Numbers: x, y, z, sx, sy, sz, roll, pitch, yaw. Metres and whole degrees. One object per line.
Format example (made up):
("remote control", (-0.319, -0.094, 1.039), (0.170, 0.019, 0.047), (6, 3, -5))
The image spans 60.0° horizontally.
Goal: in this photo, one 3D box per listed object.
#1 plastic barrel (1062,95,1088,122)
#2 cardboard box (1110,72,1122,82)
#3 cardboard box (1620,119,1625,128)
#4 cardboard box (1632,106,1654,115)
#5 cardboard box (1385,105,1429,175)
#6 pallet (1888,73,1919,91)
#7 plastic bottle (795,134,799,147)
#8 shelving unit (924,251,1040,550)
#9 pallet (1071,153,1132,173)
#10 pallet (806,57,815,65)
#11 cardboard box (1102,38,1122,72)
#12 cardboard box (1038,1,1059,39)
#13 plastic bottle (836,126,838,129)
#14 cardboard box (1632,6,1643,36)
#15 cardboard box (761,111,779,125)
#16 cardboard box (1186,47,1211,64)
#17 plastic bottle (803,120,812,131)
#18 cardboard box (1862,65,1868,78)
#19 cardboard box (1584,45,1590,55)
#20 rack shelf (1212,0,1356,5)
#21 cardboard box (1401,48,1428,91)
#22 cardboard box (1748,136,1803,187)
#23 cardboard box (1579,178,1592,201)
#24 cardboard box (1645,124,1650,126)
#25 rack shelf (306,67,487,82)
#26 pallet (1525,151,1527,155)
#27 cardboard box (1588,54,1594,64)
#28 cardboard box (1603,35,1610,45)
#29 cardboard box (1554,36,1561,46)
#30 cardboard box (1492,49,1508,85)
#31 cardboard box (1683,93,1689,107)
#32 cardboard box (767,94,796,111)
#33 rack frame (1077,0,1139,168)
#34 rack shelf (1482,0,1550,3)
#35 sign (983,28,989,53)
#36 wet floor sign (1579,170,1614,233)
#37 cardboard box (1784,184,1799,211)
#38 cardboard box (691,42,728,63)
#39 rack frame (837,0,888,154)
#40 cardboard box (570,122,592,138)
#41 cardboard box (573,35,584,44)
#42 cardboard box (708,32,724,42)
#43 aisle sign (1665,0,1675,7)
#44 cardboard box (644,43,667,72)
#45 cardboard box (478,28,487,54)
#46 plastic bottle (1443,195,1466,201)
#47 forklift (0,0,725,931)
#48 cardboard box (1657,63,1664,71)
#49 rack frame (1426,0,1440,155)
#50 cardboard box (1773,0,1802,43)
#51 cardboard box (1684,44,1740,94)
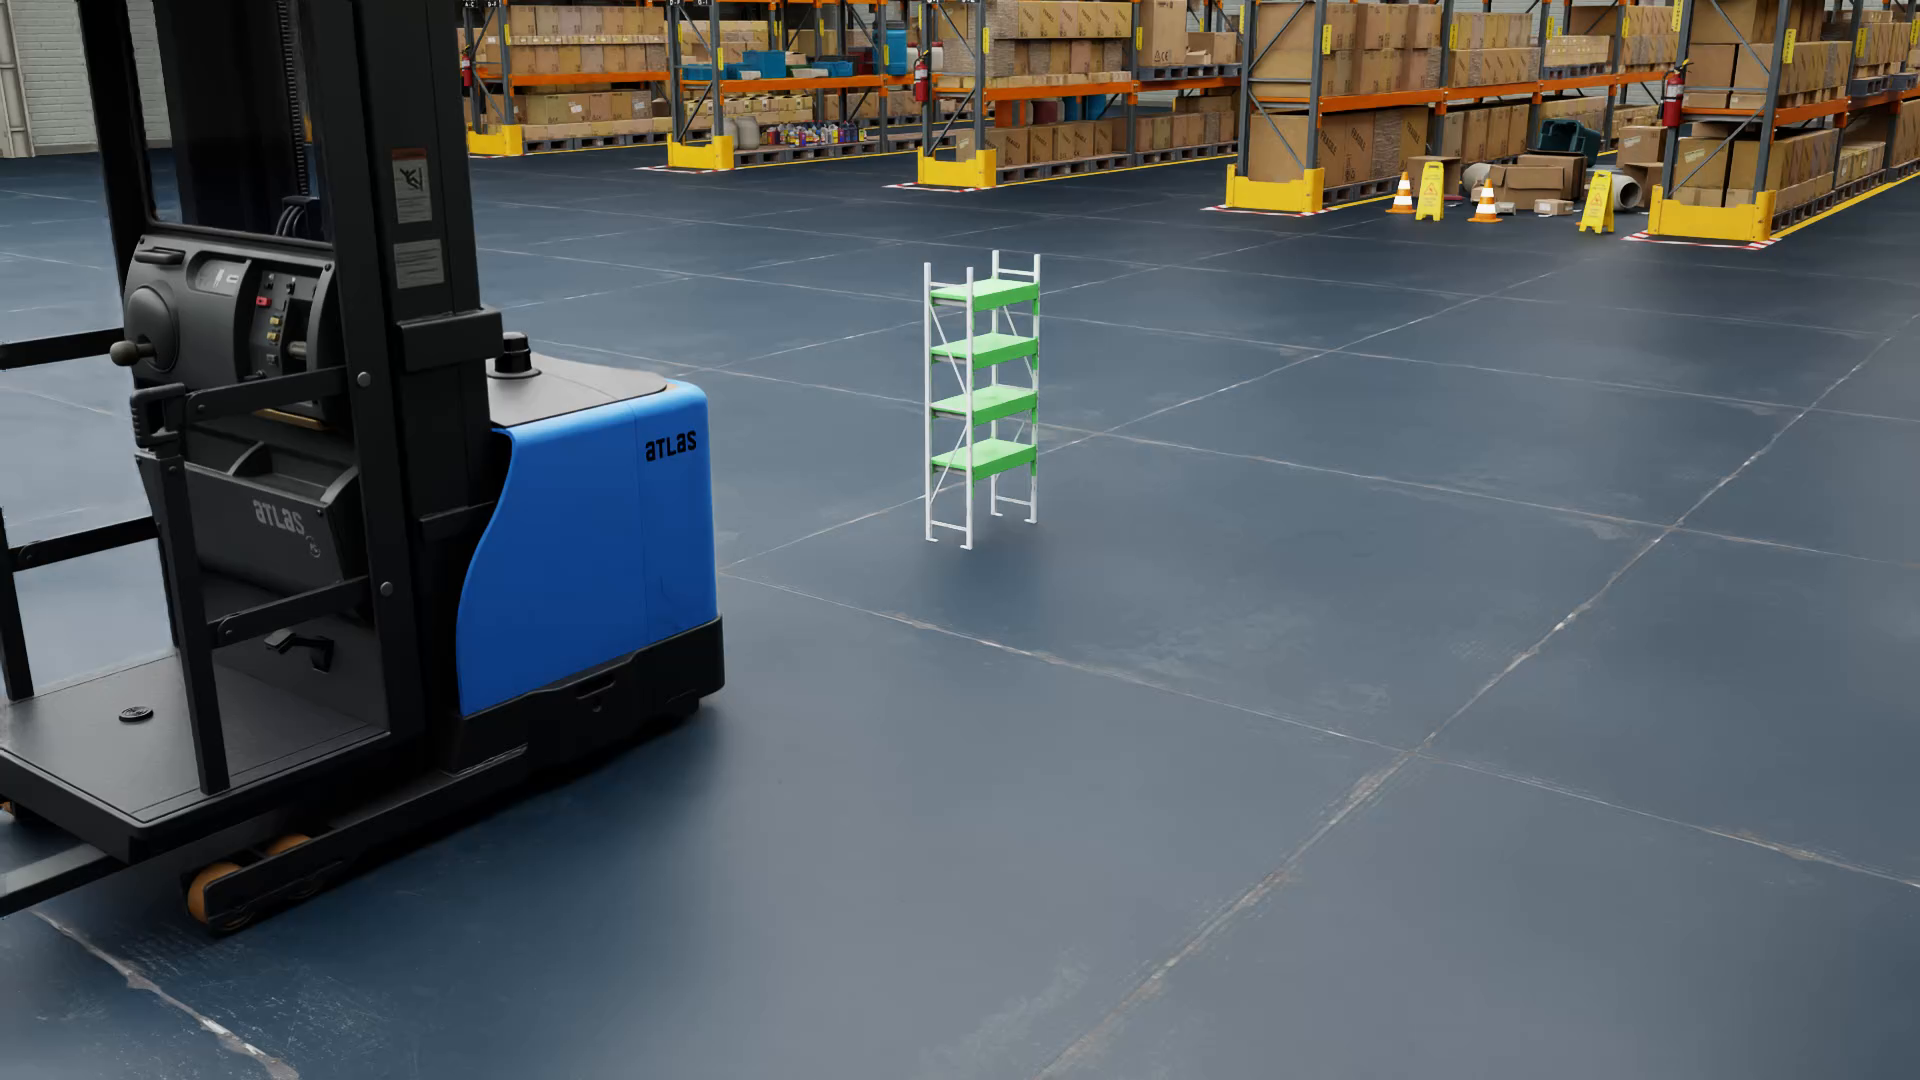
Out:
("plastic barrel", (2.321, -9.019, 34.060), (0.600, 0.901, 0.708), (12, 21, 35))
("cardboard box", (2.243, -7.054, 25.326), (0.380, 0.149, 0.250), (12, 21, 35))
("cardboard box", (11.812, -7.556, 30.114), (0.380, 0.149, 0.250), (11, 20, 32))
("cardboard box", (12.799, -8.061, 31.240), (0.380, 0.149, 0.250), (11, 21, 33))
("cardboard box", (5.784, -5.483, 22.718), (0.875, 0.875, 0.875), (13, 21, 36))
("pallet", (12.294, -6.257, 22.657), (1.213, 0.211, 1.003), (12, 21, 35))
("plastic bottle", (-2.677, -6.533, 27.200), (0.097, 0.201, 0.097), (0, 17, 0))
("shelving unit", (0.099, -0.612, 7.193), (0.258, 1.200, 0.503), (12, 21, 35))
("pallet", (1.920, -5.838, 25.686), (1.003, 0.211, 1.213), (12, 21, 35))
("pallet", (-2.931, -10.122, 35.103), (1.213, 0.211, 1.003), (12, 21, 35))
("cardboard box", (1.974, -7.429, 25.438), (0.875, 0.500, 0.500), (12, 21, 35))
("cardboard box", (1.055, -7.370, 23.563), (0.500, 0.500, 0.500), (12, 21, 35))
("plastic bottle", (-2.087, -6.890, 28.224), (0.152, 0.276, 0.135), (12, 21, 35))
("cardboard box", (11.742, -9.198, 29.450), (0.500, 0.500, 0.500), (12, 21, 33))
("cardboard box", (-4.003, -8.516, 33.537), (0.500, 0.250, 0.500), (13, 21, 36))
("cardboard box", (3.898, -7.980, 27.400), (0.396, 0.266, 0.258), (12, 21, 33))
("plastic bottle", (-2.613, -6.992, 28.426), (0.144, 0.351, 0.185), (11, 21, 32))
("cardboard box", (10.989, -5.799, 20.574), (0.380, 0.149, 0.250), (13, 21, 36))
("cardboard box", (10.281, -8.184, 27.754), (0.380, 0.149, 0.250), (11, 20, 32))
("rack shelf", (5.866, -9.853, 30.071), (1.077, 0.370, 4.000), (12, 21, 35))
("cardboard box", (5.695, -6.282, 22.161), (0.875, 0.550, 0.550), (12, 21, 35))
("cardboard box", (8.891, -4.151, 18.218), (0.500, 0.500, 0.500), (11, 21, 33))
("cardboard box", (8.041, -4.464, 21.170), (0.258, 0.266, 0.396), (-1, 17, -3))
("cardboard box", (12.682, -7.710, 31.113), (0.380, 0.149, 0.250), (11, 21, 32))
("rack shelf", (-10.834, -9.141, 32.836), (1.077, 0.370, 4.000), (12, 21, 35))
("pallet", (9.065, -6.242, 26.987), (1.003, 0.211, 1.213), (12, 21, 35))
("cardboard box", (10.450, -8.111, 28.019), (0.380, 0.149, 0.250), (11, 20, 32))
("cardboard box", (10.899, -8.575, 28.511), (0.380, 0.149, 0.250), (14, 22, 37))
("cardboard box", (9.337, -7.950, 26.500), (0.380, 0.149, 0.250), (12, 21, 34))
("cardboard box", (7.647, -6.920, 24.302), (0.500, 0.500, 0.500), (13, 21, 36))
("cardboard box", (7.980, -4.718, 17.804), (0.380, 0.149, 0.250), (12, 21, 34))
("cardboard box", (-3.698, -8.902, 33.833), (0.500, 0.311, 0.500), (12, 21, 34))
("rack frame", (2.291, -7.335, 25.807), (1.000, 3.000, 0.127), (12, 21, 35))
("rack shelf", (7.406, -8.000, 24.103), (1.077, 0.370, 4.000), (12, 21, 35))
("sign", (0.344, -6.700, 22.302), (0.100, 0.325, 0.005), (12, 21, 35))
("wet floor sign", (6.894, -3.651, 17.913), (0.232, 0.644, 0.267), (-11, 20, -32))
("cardboard box", (8.880, -3.782, 18.294), (0.500, 0.250, 0.500), (13, 22, 37))
("cardboard box", (-4.878, -9.440, 32.416), (0.500, 0.500, 0.500), (14, 22, 39))
("rack frame", (-1.686, -8.211, 28.626), (1.000, 3.000, 0.127), (12, 21, 35))
("cardboard box", (-6.954, -7.349, 29.778), (0.500, 0.250, 0.500), (12, 21, 35))
("cardboard box", (-6.873, -8.854, 29.436), (0.380, 0.149, 0.250), (12, 21, 34))
("cardboard box", (-5.844, -11.550, 38.676), (0.500, 0.500, 0.500), (13, 22, 36))
("aisle sign", (13.649, -10.499, 31.611), (0.394, 0.787, 0.004), (12, 21, 35))
("cardboard box", (-5.922, -9.028, 31.088), (0.700, 0.500, 0.500), (12, 21, 33))
("cardboard box", (-9.676, -10.090, 33.633), (0.500, 0.500, 0.500), (12, 21, 35))
("plastic bottle", (6.285, -4.351, 21.153), (0.283, 0.061, 0.133), (5, 18, 16))
("forklift", (-2.056, -0.595, 4.216), (1.130, 2.935, 3.031), (12, 21, 35))
("cardboard box", (12.948, -8.866, 31.158), (0.380, 0.149, 0.250), (13, 22, 36))
("rack frame", (6.212, -6.435, 22.909), (0.949, 2.616, 0.053), (12, 21, 35))
("cardboard box", (8.933, -5.812, 18.546), (0.700, 0.500, 0.500), (12, 21, 34))
("cardboard box", (7.969, -4.999, 17.614), (0.500, 0.500, 0.500), (12, 21, 34))
